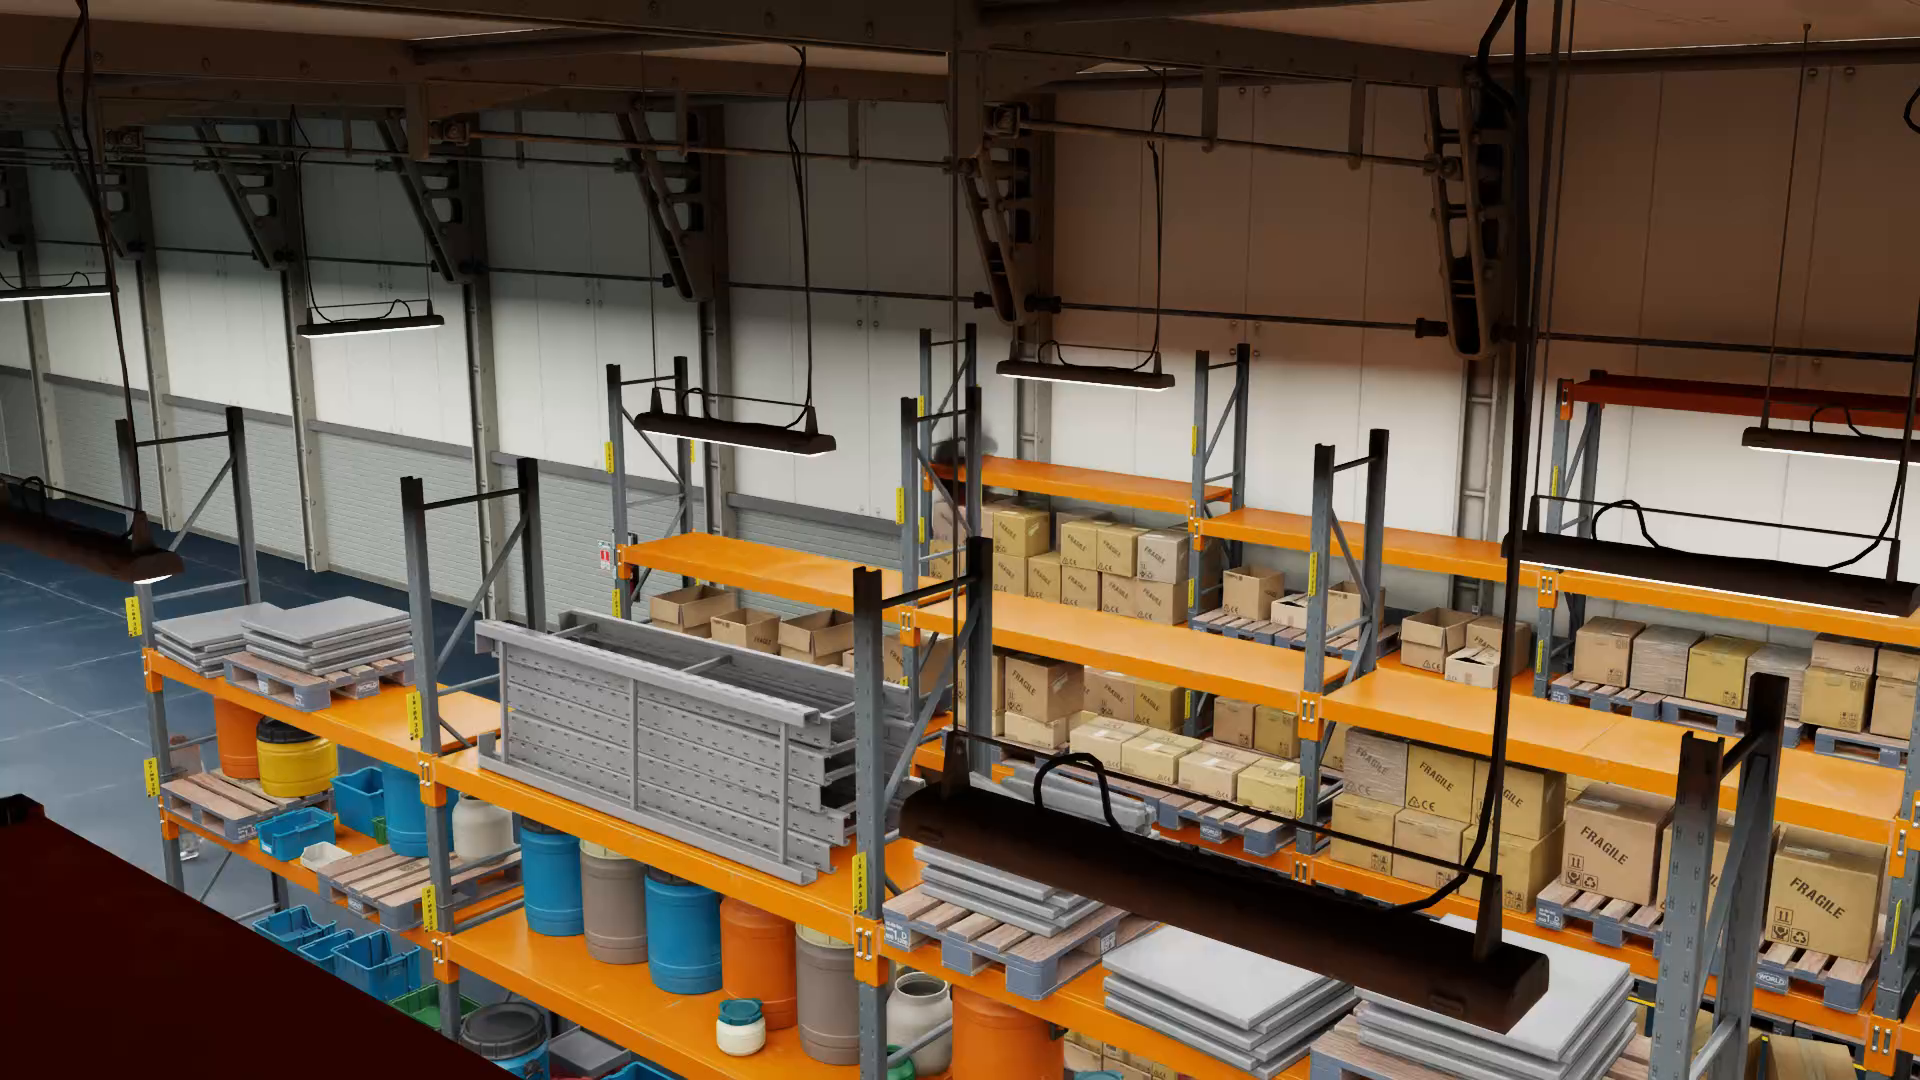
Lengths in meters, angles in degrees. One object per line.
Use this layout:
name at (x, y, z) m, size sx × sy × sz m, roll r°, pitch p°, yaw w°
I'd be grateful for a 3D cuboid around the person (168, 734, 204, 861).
person at (-9.118, 3.002, 19.458) m, size 0.544 × 1.554 × 0.545 m, roll -8°, pitch 15°, yaw -32°
